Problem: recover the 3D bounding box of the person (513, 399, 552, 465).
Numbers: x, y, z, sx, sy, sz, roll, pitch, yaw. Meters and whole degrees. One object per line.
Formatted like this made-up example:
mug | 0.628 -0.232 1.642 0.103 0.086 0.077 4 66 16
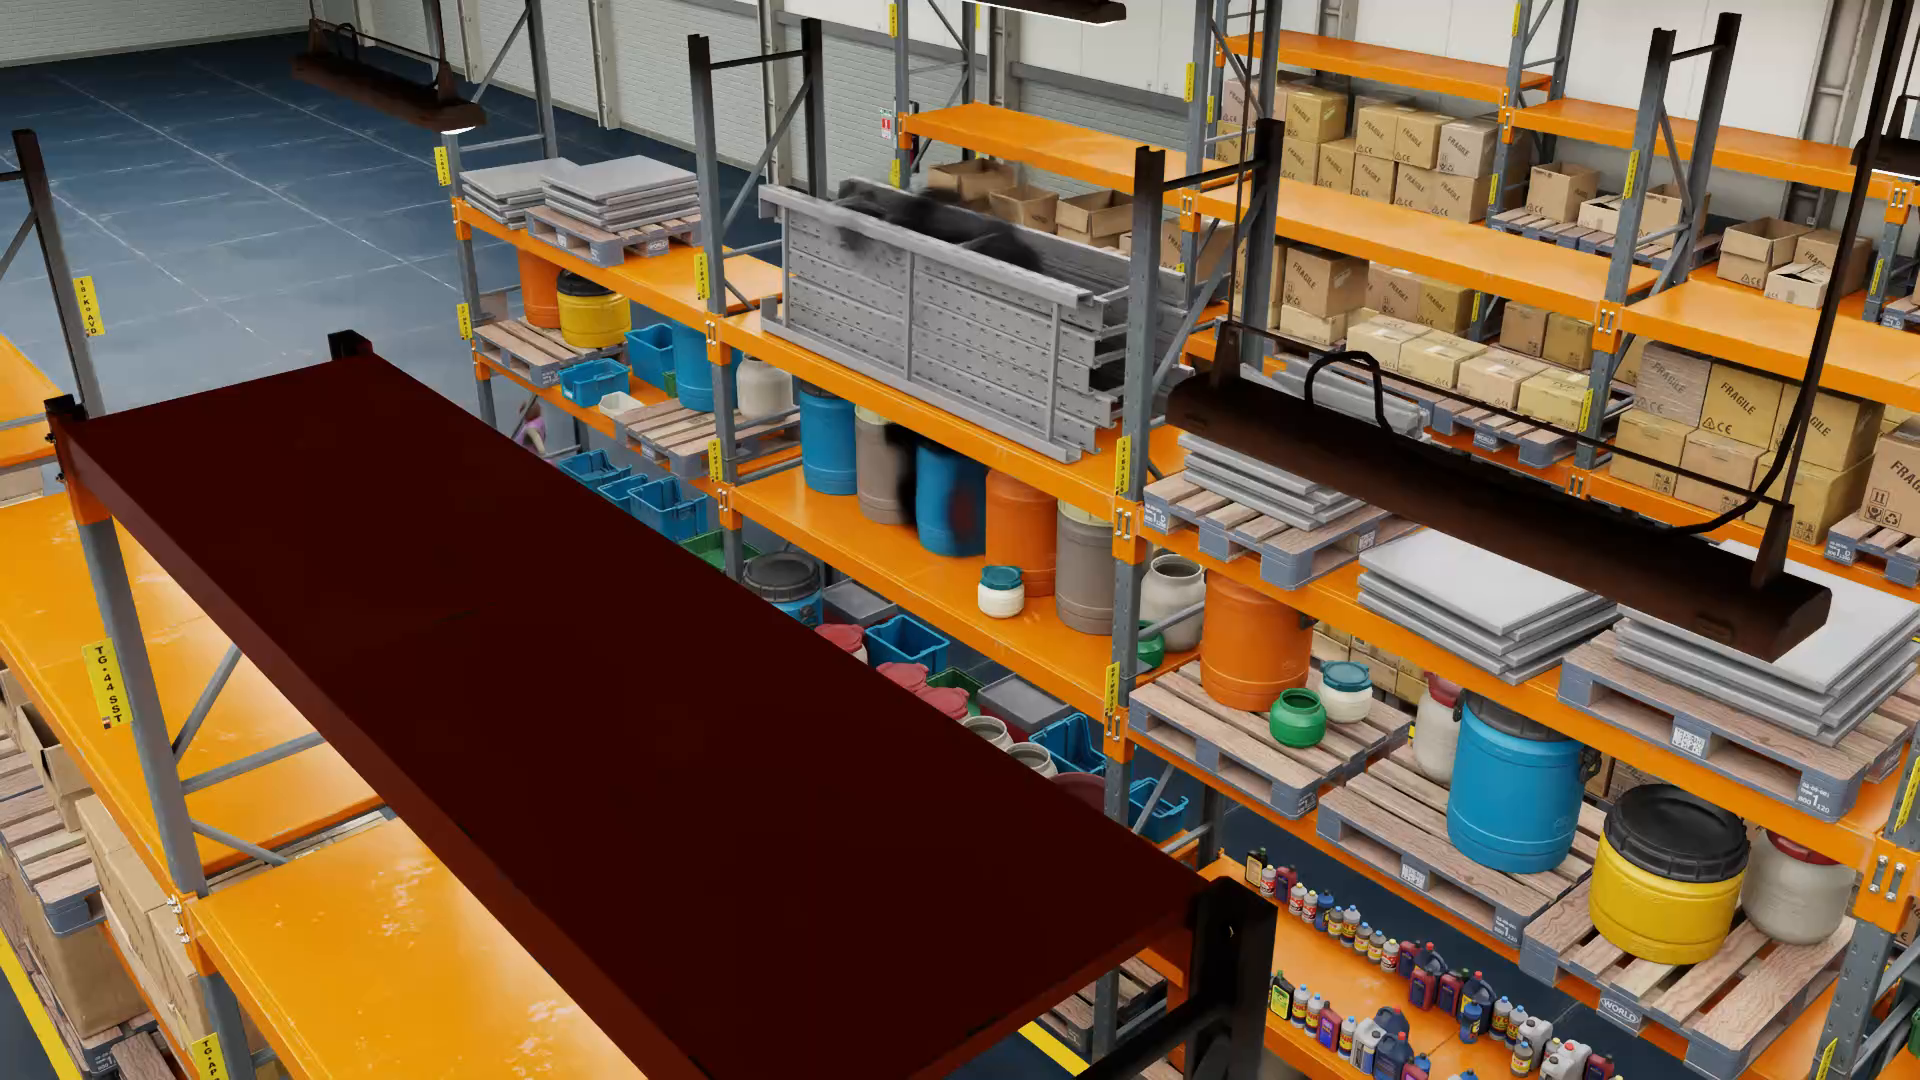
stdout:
person | -4.396 -0.669 17.226 0.592 1.527 0.543 3 27 6
